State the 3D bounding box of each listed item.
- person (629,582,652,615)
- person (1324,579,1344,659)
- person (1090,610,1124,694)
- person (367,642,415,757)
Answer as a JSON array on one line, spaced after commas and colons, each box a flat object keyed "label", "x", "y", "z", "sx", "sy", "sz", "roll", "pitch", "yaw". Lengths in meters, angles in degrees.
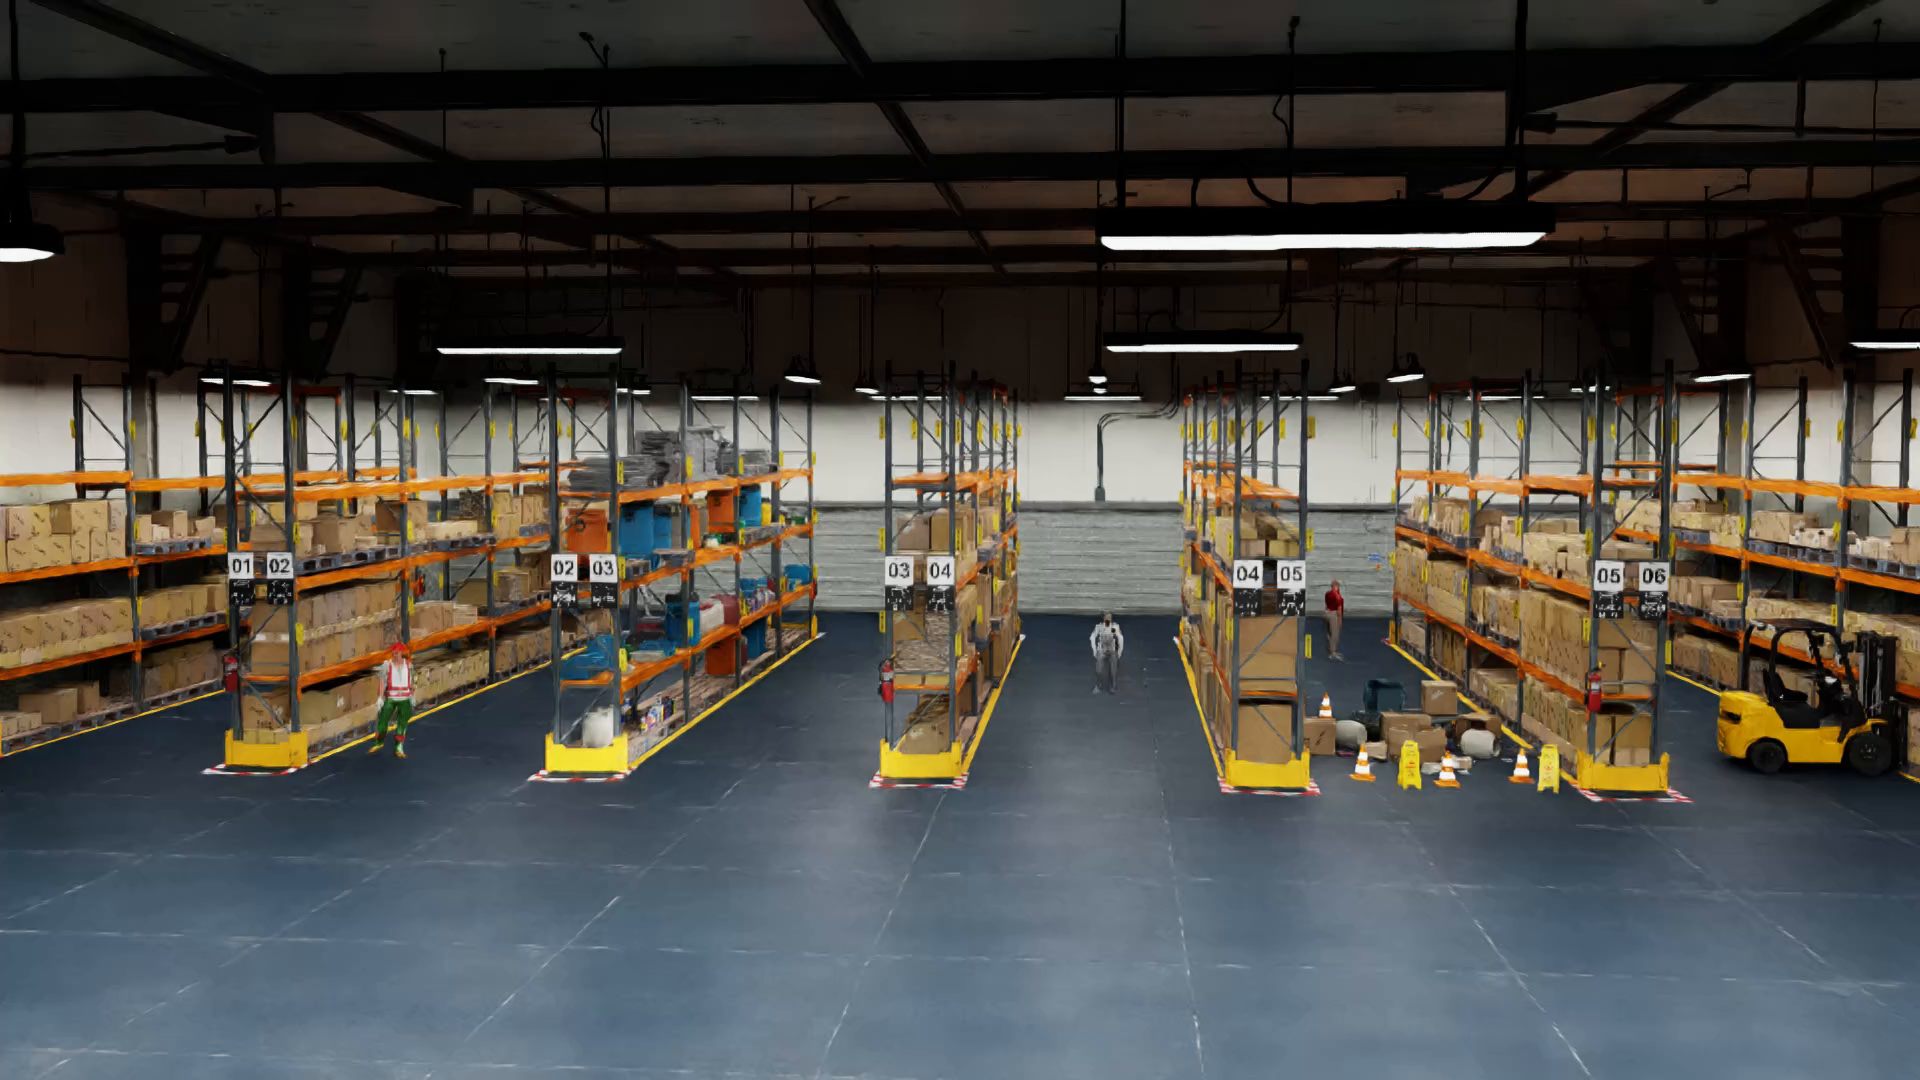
[{"label": "person", "x": -8.663, "y": 1.234, "z": 45.008, "sx": 0.626, "sy": 1.610, "sz": 0.809, "roll": -1, "pitch": 4, "yaw": -13}, {"label": "person", "x": 8.245, "y": 1.723, "z": 36.480, "sx": 0.479, "sy": 1.732, "sz": 0.620, "roll": -1, "pitch": 4, "yaw": -17}, {"label": "person", "x": 2.792, "y": 2.116, "z": 31.609, "sx": 0.639, "sy": 1.631, "sz": 0.502, "roll": 0, "pitch": 4, "yaw": 3}, {"label": "person", "x": -8.705, "y": 2.434, "z": 25.454, "sx": 0.721, "sy": 1.778, "sz": 0.531, "roll": -2, "pitch": 4, "yaw": -33}]
